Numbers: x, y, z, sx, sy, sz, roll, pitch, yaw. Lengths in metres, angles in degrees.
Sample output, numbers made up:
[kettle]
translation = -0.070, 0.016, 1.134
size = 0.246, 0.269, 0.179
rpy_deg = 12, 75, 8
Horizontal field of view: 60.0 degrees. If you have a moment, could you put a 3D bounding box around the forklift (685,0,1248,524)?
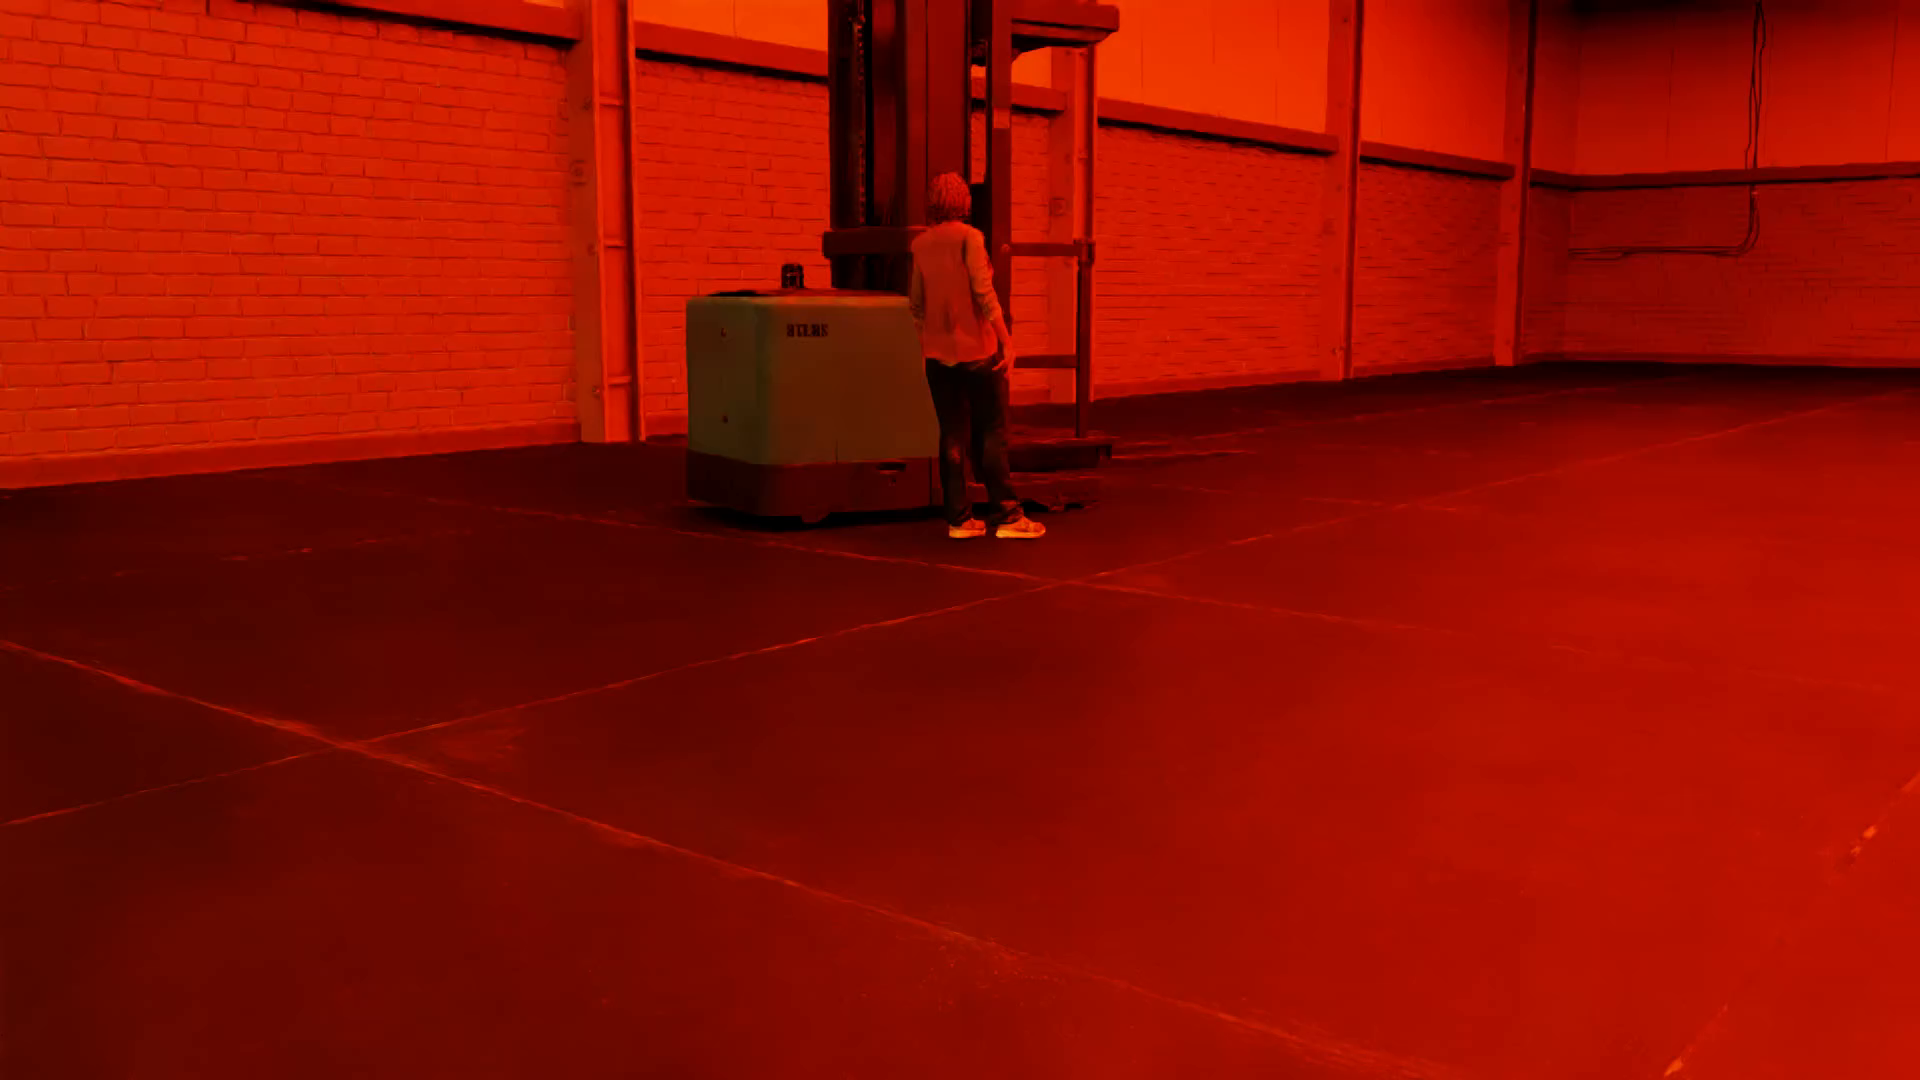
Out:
[forklift]
translation = 0.140, -1.659, 8.618
size = 3.031, 2.935, 1.130
rpy_deg = -5, 10, -31

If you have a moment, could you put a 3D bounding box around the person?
[person]
translation = 0.058, -0.804, 7.337
size = 0.520, 1.597, 0.474
rpy_deg = 7, 11, 38
